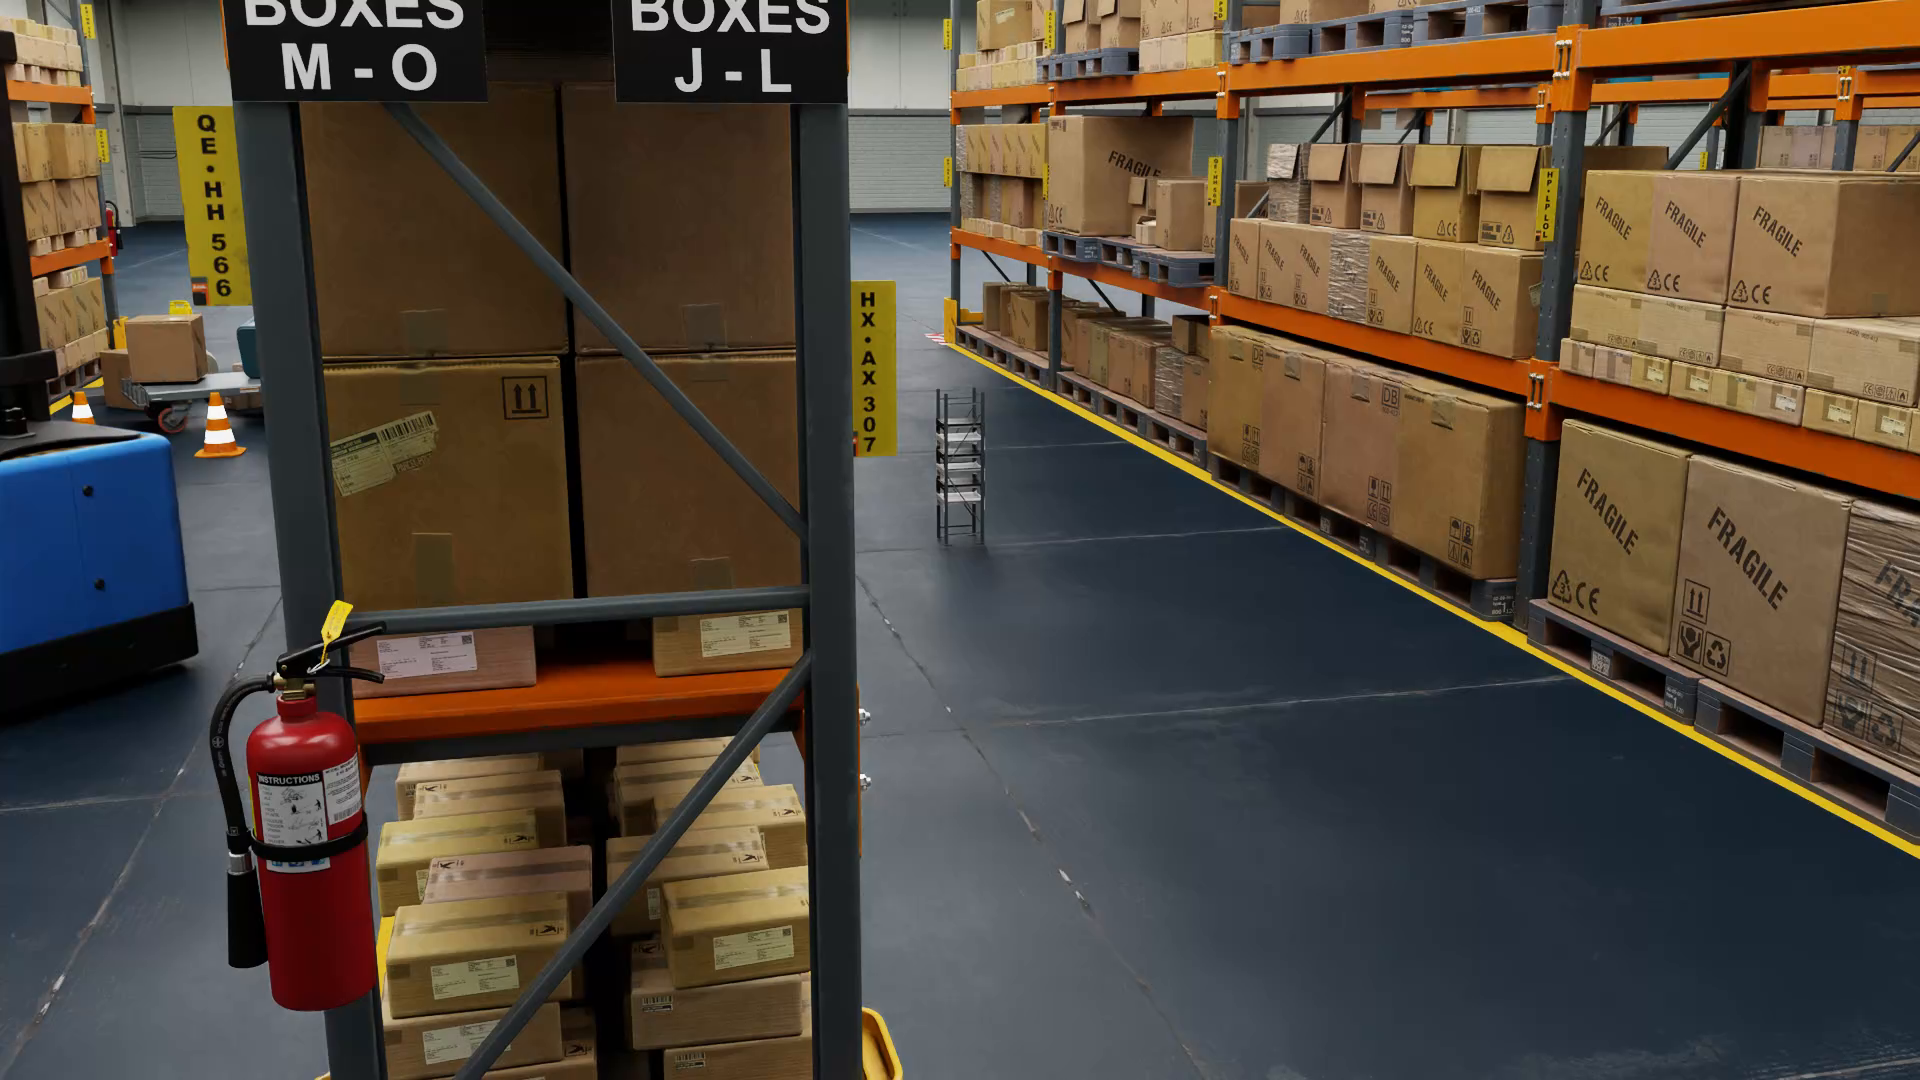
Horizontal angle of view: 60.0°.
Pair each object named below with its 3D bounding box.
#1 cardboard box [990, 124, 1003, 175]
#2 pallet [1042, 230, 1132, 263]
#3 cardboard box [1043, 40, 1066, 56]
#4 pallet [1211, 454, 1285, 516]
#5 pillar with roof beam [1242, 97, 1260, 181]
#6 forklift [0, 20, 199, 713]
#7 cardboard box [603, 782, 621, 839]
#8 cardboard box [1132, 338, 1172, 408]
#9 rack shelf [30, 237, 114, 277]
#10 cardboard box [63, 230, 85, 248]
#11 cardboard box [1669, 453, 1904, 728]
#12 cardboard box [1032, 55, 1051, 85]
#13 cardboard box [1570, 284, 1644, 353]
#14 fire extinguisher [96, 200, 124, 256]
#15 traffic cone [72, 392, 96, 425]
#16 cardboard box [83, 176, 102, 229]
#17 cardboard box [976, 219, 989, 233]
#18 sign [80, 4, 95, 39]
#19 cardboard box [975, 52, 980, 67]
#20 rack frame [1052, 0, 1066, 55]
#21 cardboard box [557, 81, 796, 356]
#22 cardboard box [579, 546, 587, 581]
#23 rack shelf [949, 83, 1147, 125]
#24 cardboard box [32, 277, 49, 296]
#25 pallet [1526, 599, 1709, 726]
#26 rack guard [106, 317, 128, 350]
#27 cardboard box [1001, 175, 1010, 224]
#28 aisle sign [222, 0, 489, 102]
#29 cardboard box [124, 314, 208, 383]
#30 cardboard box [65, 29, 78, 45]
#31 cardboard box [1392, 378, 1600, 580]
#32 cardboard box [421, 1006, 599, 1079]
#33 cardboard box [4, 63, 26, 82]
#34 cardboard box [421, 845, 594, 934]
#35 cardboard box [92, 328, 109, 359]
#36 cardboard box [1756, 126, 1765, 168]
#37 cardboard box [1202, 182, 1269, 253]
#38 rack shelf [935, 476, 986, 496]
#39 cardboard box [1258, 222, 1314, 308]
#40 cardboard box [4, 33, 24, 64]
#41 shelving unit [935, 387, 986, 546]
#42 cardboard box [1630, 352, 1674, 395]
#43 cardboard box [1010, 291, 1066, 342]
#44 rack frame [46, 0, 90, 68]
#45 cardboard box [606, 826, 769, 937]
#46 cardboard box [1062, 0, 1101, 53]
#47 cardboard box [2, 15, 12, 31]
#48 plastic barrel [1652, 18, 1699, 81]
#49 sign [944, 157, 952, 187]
[{"bbox_3d":[0.610,-3.999,17.030,0.500,0.500,0.500,-3,14,-13],"label":"cardboard box"},{"bbox_3d":[1.371,-2.608,14.684,1.003,0.211,1.213,-3,14,-13],"label":"pallet"},{"bbox_3d":[0.975,-4.522,15.272,0.380,0.149,0.250,-3,14,-11],"label":"cardboard box"},{"bbox_3d":[2.384,-0.422,11.209,1.003,0.211,1.213,-3,14,-13],"label":"pallet"},{"bbox_3d":[4.612,-14.118,48.754,9.100,9.000,0.548,-3,14,-13],"label":"pillar with roof beam"},{"bbox_3d":[-4.975,-0.922,7.525,3.031,2.935,1.130,8,16,30],"label":"forklift"},{"bbox_3d":[-0.830,0.798,4.834,0.380,0.149,0.250,-4,14,-16],"label":"cardboard box"},{"bbox_3d":[1.813,-1.373,13.567,0.700,0.500,0.500,-2,14,-8],"label":"cardboard box"},{"bbox_3d":[-8.770,-2.445,15.129,1.077,0.370,4.000,-3,14,-13],"label":"rack shelf"},{"bbox_3d":[-8.647,-2.889,15.961,0.380,0.149,0.250,-3,14,-12],"label":"cardboard box"},{"bbox_3d":[3.500,0.153,6.573,0.875,0.875,0.875,-3,14,-13],"label":"cardboard box"},{"bbox_3d":[0.972,-4.360,15.449,0.500,0.250,0.500,-3,14,-11],"label":"cardboard box"},{"bbox_3d":[3.067,-0.988,7.342,0.500,0.250,0.500,-4,14,-14],"label":"cardboard box"},{"bbox_3d":[-8.819,-3.270,17.155,0.296,0.674,0.183,-3,14,-13],"label":"fire extinguisher"},{"bbox_3d":[-6.648,-0.893,12.605,0.336,0.463,0.334,-3,14,-13],"label":"traffic cone"},{"bbox_3d":[-8.844,-3.339,16.436,0.500,0.500,0.500,-4,14,-14],"label":"cardboard box"},{"bbox_3d":[0.391,-3.433,18.189,0.380,0.149,0.250,-3,14,-13],"label":"cardboard box"},{"bbox_3d":[-8.696,-5.169,16.579,0.100,0.325,0.005,-3,14,-13],"label":"sign"},{"bbox_3d":[0.374,-5.126,17.745,0.380,0.149,0.250,-3,14,-11],"label":"cardboard box"},{"bbox_3d":[1.332,-5.800,14.705,1.000,3.000,0.127,-3,14,-13],"label":"rack frame"},{"bbox_3d":[-0.542,-0.661,3.368,0.500,0.500,0.500,-3,14,-14],"label":"cardboard box"},{"bbox_3d":[-0.757,-0.008,4.170,0.380,0.149,0.250,-3,14,-11],"label":"cardboard box"},{"bbox_3d":[0.863,-4.454,17.034,1.077,0.370,4.000,-3,14,-13],"label":"rack shelf"},{"bbox_3d":[-8.336,-2.244,14.755,0.380,0.149,0.250,-2,14,-10],"label":"cardboard box"},{"bbox_3d":[3.314,0.495,7.458,1.003,0.211,1.213,-3,14,-13],"label":"pallet"},{"bbox_3d":[-9.222,-2.024,17.158,1.175,0.500,0.348,-3,14,-13],"label":"rack guard"},{"bbox_3d":[0.911,-3.530,17.219,0.875,0.500,0.500,-3,14,-13],"label":"cardboard box"},{"bbox_3d":[-0.969,-1.093,2.603,0.394,0.787,0.004,-3,14,-13],"label":"aisle sign"},{"bbox_3d":[-6.577,-1.593,13.797,0.500,0.500,0.500,-3,14,-13],"label":"cardboard box"},{"bbox_3d":[-8.873,-4.917,16.260,0.380,0.149,0.250,-3,14,-13],"label":"cardboard box"},{"bbox_3d":[3.042,-0.358,8.665,1.225,0.875,0.875,-3,14,-13],"label":"cardboard box"},{"bbox_3d":[-1.021,1.207,3.787,0.380,0.149,0.250,-3,14,-12],"label":"cardboard box"},{"bbox_3d":[-8.353,-4.056,14.417,0.380,0.149,0.250,-4,14,-14],"label":"cardboard box"},{"bbox_3d":[-1.068,0.859,3.960,0.380,0.149,0.250,-3,14,-12],"label":"cardboard box"},{"bbox_3d":[-8.783,-1.947,16.485,0.500,0.250,0.500,-3,14,-13],"label":"cardboard box"},{"bbox_3d":[10.133,-4.917,20.791,0.700,0.500,0.500,-3,14,-13],"label":"cardboard box"},{"bbox_3d":[2.106,-2.337,12.079,0.500,0.500,0.500,-5,15,-20],"label":"cardboard box"},{"bbox_3d":[0.002,-0.315,9.842,0.258,0.077,0.200,-3,14,-13],"label":"rack shelf"},{"bbox_3d":[2.245,-1.765,10.620,0.500,0.500,0.500,-4,14,-15],"label":"cardboard box"},{"bbox_3d":[-8.373,-4.213,14.221,0.500,0.250,0.500,-3,14,-13],"label":"cardboard box"},{"bbox_3d":[0.002,-0.435,9.813,0.258,0.900,0.210,-3,14,-13],"label":"shelving unit"},{"bbox_3d":[3.082,-0.710,7.040,0.380,0.149,0.250,-3,14,-11],"label":"cardboard box"},{"bbox_3d":[0.826,-2.371,17.695,0.500,0.500,0.500,-2,14,-8],"label":"cardboard box"},{"bbox_3d":[-9.240,-6.170,16.221,1.000,3.000,0.127,-3,14,-13],"label":"rack frame"},{"bbox_3d":[-0.669,0.831,4.072,0.380,0.149,0.250,-3,14,-12],"label":"cardboard box"},{"bbox_3d":[1.347,-4.483,14.532,0.797,0.503,0.637,-4,14,-16],"label":"cardboard box"},{"bbox_3d":[-8.416,-4.444,14.324,0.380,0.149,0.250,-3,14,-14],"label":"cardboard box"},{"bbox_3d":[6.631,-4.606,15.083,0.600,0.901,0.600,0,14,0],"label":"plastic barrel"},{"bbox_3d":[-0.134,-4.198,18.967,0.100,0.325,0.005,-3,14,-13],"label":"sign"}]
